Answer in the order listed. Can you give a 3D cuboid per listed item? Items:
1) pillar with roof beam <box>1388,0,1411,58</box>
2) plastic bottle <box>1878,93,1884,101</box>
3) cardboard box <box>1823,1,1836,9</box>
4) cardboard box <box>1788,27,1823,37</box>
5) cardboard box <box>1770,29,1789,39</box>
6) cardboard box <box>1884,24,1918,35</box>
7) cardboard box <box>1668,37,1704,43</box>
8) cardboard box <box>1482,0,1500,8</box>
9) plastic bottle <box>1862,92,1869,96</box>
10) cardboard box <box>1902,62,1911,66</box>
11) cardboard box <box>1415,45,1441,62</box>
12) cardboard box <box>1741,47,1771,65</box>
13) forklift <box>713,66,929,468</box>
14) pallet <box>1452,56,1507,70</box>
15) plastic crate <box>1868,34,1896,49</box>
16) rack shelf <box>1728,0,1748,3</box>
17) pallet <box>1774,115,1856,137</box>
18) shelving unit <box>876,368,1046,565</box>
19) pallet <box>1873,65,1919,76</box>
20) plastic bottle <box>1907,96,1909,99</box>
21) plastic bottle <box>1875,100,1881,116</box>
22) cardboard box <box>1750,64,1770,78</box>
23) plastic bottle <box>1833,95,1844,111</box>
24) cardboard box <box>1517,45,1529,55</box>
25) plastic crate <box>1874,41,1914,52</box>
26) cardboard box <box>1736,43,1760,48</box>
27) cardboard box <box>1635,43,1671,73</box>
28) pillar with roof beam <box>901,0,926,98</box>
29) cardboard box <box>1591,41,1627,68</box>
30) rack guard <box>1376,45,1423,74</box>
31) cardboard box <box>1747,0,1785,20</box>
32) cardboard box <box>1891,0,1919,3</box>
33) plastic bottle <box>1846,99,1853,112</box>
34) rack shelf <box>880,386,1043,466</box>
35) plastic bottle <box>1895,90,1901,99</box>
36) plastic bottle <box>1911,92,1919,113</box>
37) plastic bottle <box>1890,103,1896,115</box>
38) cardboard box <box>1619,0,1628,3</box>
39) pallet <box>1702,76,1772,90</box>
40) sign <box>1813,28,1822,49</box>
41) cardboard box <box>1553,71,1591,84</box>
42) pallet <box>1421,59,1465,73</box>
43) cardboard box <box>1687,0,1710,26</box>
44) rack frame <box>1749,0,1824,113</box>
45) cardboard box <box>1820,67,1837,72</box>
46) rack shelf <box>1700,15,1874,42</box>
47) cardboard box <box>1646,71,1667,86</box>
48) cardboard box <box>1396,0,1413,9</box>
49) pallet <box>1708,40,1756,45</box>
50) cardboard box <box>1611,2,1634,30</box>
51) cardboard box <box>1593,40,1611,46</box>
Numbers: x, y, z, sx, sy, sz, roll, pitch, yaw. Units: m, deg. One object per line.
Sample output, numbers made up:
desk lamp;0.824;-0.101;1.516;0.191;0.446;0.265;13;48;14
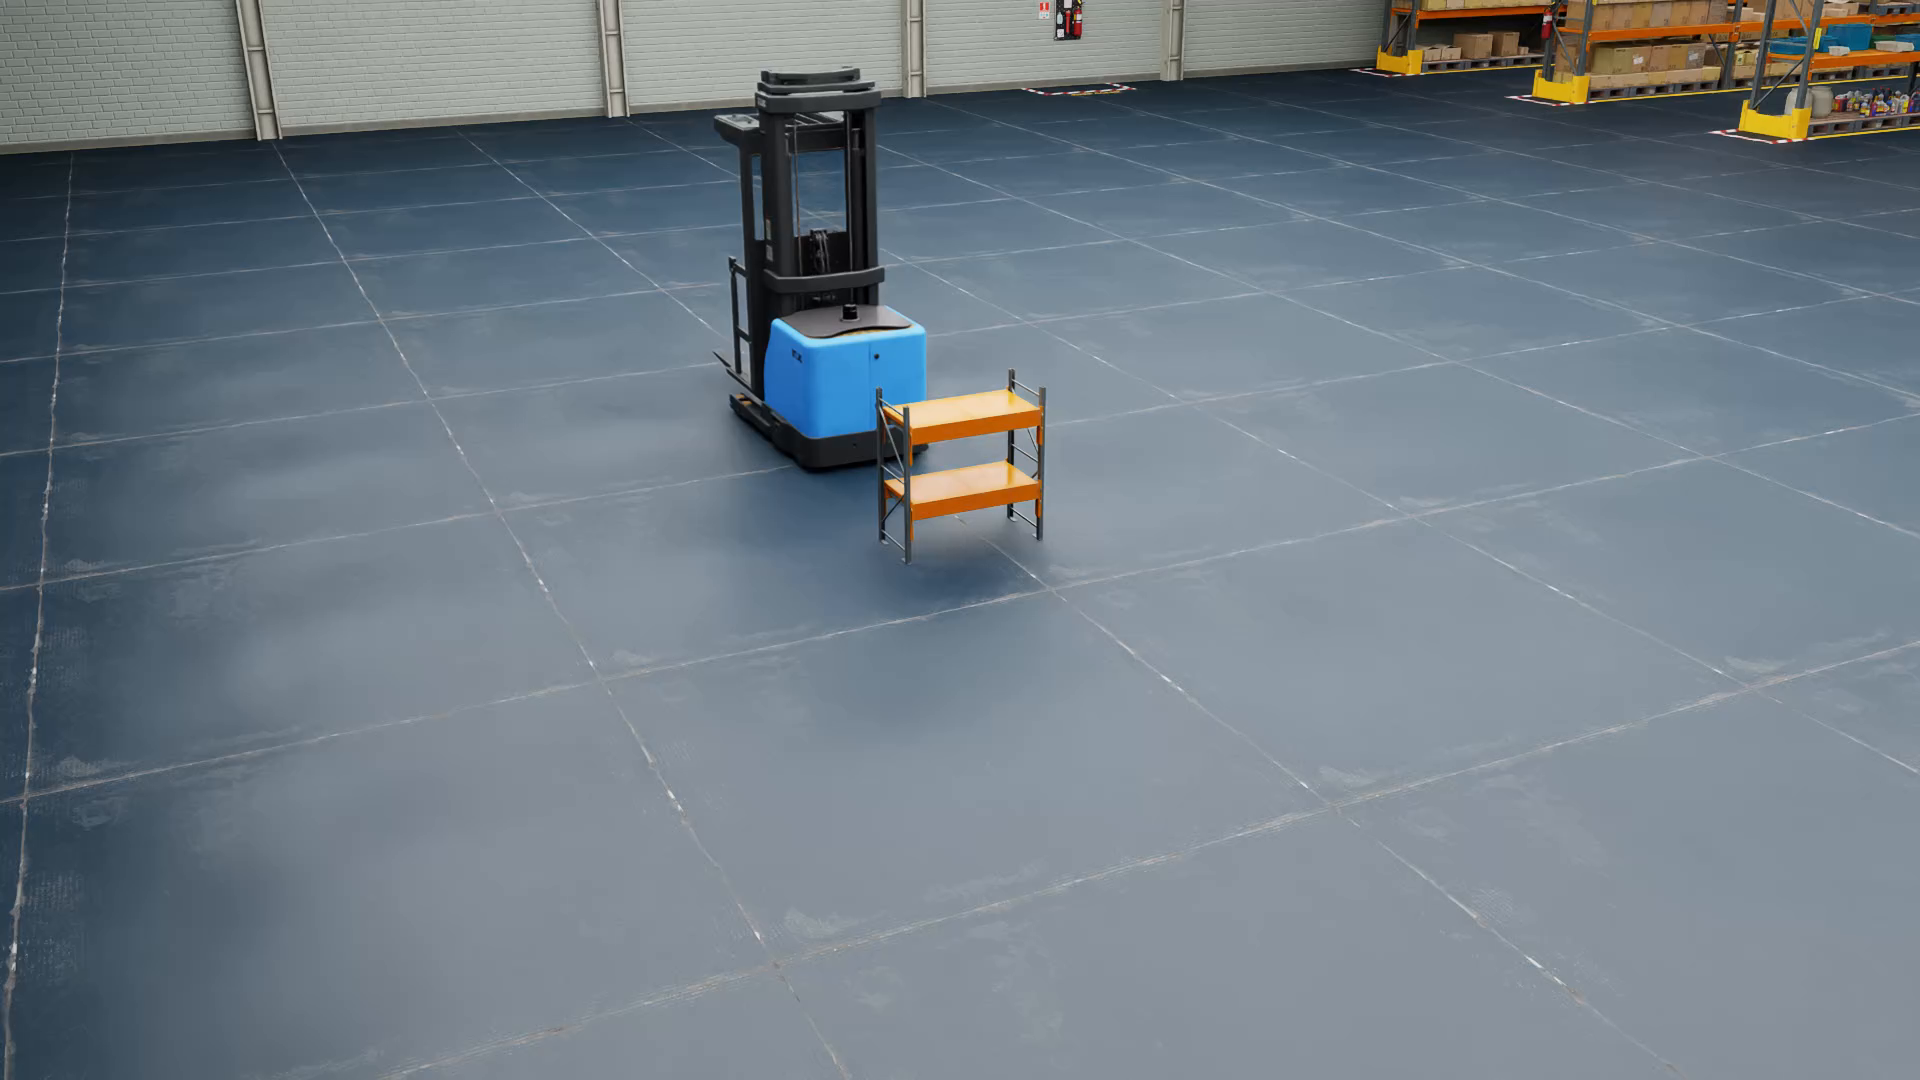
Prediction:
pillar with roof beam;11.771;-13.474;32.535;0.400;9.000;9.100;-10;25;-24
plastic bottle;16.563;-7.907;29.922;0.097;0.271;0.097;0;22;0
cardboard box;18.118;-11.269;35.169;0.500;0.311;0.500;-11;25;-24
cardboard box;21.179;-12.890;41.687;0.500;0.500;0.700;-10;25;-23
cardboard box;19.931;-12.810;41.037;0.750;0.750;0.750;-10;25;-23
cardboard box;20.718;-11.205;36.610;0.500;0.250;0.500;-11;25;-25
cardboard box;14.850;-10.030;34.123;0.500;0.500;0.500;-10;25;-24
cardboard box;11.605;-11.940;36.842;0.500;0.250;0.500;-10;25;-23
plastic bottle;16.305;-7.934;29.971;0.133;0.283;0.061;-9;24;-21
cardboard box;20.466;-10.588;36.099;0.500;0.500;0.500;-11;25;-24
cardboard box;10.310;-10.816;36.899;0.500;0.311;0.500;-14;26;-30
cardboard box;16.338;-9.975;34.239;0.500;0.311;0.500;-11;25;-24
forklift;-1.338;-2.444;13.821;1.130;2.935;3.031;-10;25;-23
pallet;11.562;-10.819;37.611;1.213;0.211;1.003;-10;25;-24
plastic crate;16.203;-8.795;29.353;0.662;0.188;0.450;-10;25;-24
rack shelf;18.659;-13.098;40.411;4.000;0.370;1.077;-10;25;-24
pallet;14.727;-7.231;28.942;1.213;0.211;1.003;-10;25;-24
shelving unit;0.006;-0.521;11.538;1.048;1.125;0.538;-10;25;-24
pallet;20.795;-10.415;36.636;1.213;0.211;1.003;-10;25;-24
plastic bottle;16.834;-7.775;29.596;0.135;0.276;0.152;-10;25;-24
plastic bottle;16.022;-7.550;29.060;0.097;0.271;0.097;0;22;0
cardboard box;16.336;-9.718;34.351;0.500;0.250;0.500;-10;24;-22
plastic bottle;15.648;-7.790;29.634;0.135;0.276;0.152;-10;25;-23
cardboard box;12.783;-11.230;38.087;0.250;0.166;0.380;-14;26;-30
plastic crate;16.196;-8.542;28.810;0.437;0.136;0.530;-10;25;-24
cardboard box;16.561;-10.248;34.897;0.500;0.311;0.500;-11;25;-24
cardboard box;13.732;-9.595;33.074;0.500;0.500;0.500;-10;25;-24
pillar with roof beam;0.958;-11.484;27.727;0.400;9.000;9.100;-10;25;-24
cardboard box;13.049;-9.698;33.321;0.500;0.500;0.500;-10;25;-24
rack guard;9.716;-10.629;36.775;0.348;0.500;1.175;-10;25;-24
cardboard box;16.578;-10.984;34.233;0.500;0.500;0.500;-9;24;-20
cardboard box;20.434;-11.862;35.804;0.500;0.500;0.700;-6;23;-14
plastic bottle;15.844;-7.739;29.607;0.097;0.201;0.097;0;22;0
rack shelf;0.006;-0.791;11.426;1.000;0.278;0.538;-10;25;-24
plastic bottle;17.072;-8.062;30.296;0.097;0.271;0.097;0;22;0
plastic bottle;16.921;-7.762;29.469;0.185;0.351;0.144;-12;25;-26
plastic bottle;16.387;-7.585;29.236;0.097;0.201;0.097;0;22;0
cardboard box;12.709;-10.488;32.185;0.250;0.149;0.380;-10;25;-23
pallet;16.051;-9.576;34.607;1.213;0.211;1.003;-10;25;-24
sign;14.179;-8.295;27.505;0.005;0.325;0.100;-10;25;-24
cardboard box;12.155;-9.179;33.050;0.500;0.250;0.500;-10;25;-24
pallet;10.464;-10.618;37.126;1.213;0.211;1.003;-10;25;-24
cardboard box;14.534;-10.609;33.327;0.500;0.500;0.700;-11;25;-24
rack frame;13.945;-8.357;28.018;0.127;3.000;1.000;-10;25;-24
cardboard box;18.177;-10.058;35.171;0.500;0.250;0.500;-11;25;-24
rack shelf;17.206;-10.728;34.685;4.000;0.370;1.077;-10;25;-24
cardboard box;13.732;-9.249;33.218;0.500;0.250;0.500;-10;25;-24
cardboard box;9.985;-11.856;36.640;0.500;0.250;0.500;-10;25;-23
pallet;18.697;-12.116;40.744;1.213;0.211;1.003;-10;25;-24
cardboard box;12.697;-10.273;32.515;0.500;0.500;0.700;-10;24;-22
cardboard box;14.829;-11.785;38.991;0.500;0.500;0.700;-10;25;-23
